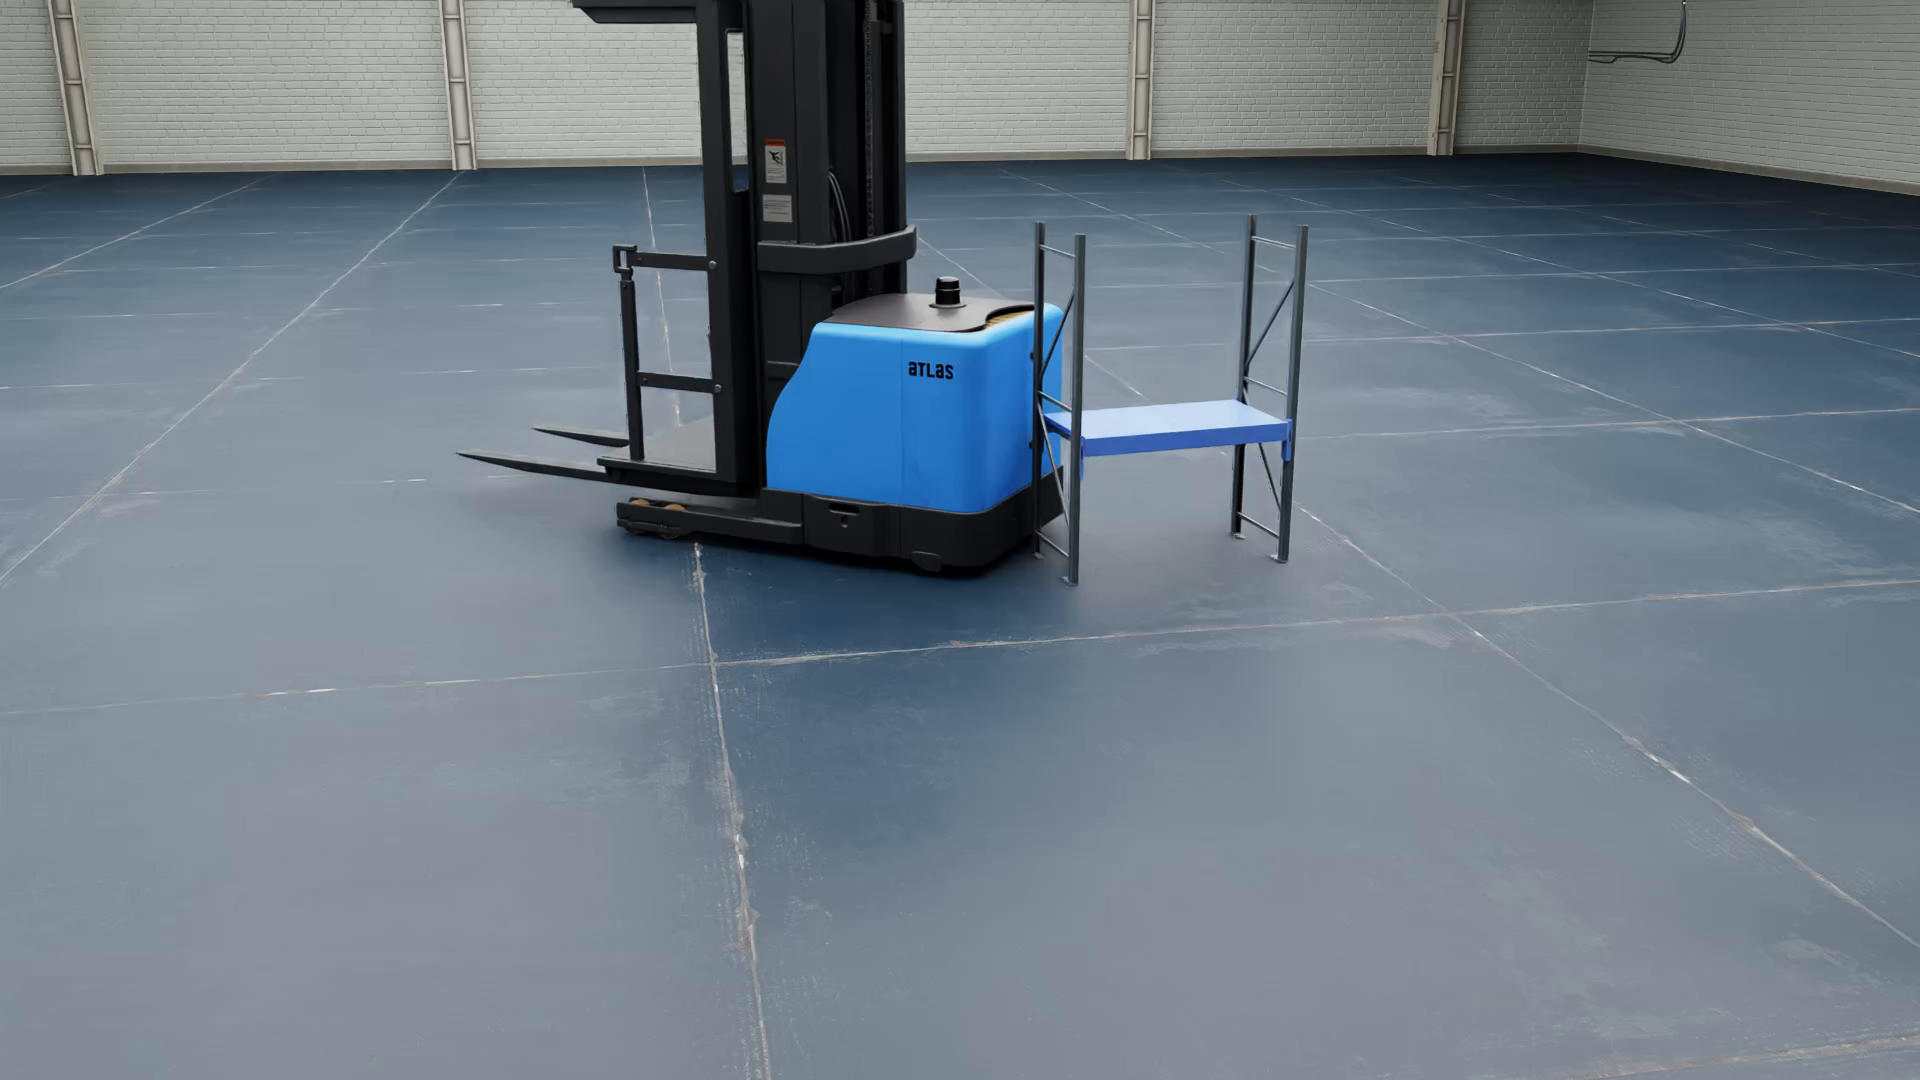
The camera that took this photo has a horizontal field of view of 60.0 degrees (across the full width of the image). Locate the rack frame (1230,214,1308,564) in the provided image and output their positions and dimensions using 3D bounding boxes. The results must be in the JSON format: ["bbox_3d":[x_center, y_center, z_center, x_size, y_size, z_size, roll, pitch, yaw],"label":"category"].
[{"bbox_3d":[1.381,-0.681,7.474,0.032,1.500,0.500,-6,18,-18],"label":"rack frame"}]

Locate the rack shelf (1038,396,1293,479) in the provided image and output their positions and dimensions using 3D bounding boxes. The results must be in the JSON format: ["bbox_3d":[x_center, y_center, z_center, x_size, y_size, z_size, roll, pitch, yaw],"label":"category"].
[{"bbox_3d":[0.899,-0.462,7.373,1.000,0.185,0.538,-6,18,-18],"label":"rack shelf"}]

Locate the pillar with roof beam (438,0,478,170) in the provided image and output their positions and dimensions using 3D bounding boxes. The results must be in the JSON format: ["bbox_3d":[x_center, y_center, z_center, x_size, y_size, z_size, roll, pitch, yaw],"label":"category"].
[{"bbox_3d":[-7.678,-9.435,23.204,0.400,9.000,9.100,-3,17,-10],"label":"pillar with roof beam"}]

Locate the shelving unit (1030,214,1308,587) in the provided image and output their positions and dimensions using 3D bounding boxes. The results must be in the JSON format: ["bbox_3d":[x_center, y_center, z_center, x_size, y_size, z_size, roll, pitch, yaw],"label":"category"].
[{"bbox_3d":[0.899,-0.634,7.320,1.048,1.500,0.538,-6,18,-18],"label":"shelving unit"}]

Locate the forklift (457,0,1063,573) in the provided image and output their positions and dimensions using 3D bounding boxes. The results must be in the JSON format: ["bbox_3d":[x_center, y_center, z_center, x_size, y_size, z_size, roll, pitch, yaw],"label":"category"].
[{"bbox_3d":[-1.065,-1.533,7.811,3.031,2.935,1.130,8,19,24],"label":"forklift"}]

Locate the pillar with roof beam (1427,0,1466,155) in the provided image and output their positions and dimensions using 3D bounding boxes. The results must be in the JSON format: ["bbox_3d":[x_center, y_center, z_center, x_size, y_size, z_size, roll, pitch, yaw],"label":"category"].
[{"bbox_3d":[9.995,-10.438,26.468,0.400,9.000,9.100,-3,17,-10],"label":"pillar with roof beam"}]

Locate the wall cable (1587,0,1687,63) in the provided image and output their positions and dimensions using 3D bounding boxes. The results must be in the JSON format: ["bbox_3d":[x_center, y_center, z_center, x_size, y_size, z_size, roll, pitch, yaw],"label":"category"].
[{"bbox_3d":[12.322,-9.977,30.258,0.112,2.526,3.097,-3,17,-10],"label":"wall cable"}]

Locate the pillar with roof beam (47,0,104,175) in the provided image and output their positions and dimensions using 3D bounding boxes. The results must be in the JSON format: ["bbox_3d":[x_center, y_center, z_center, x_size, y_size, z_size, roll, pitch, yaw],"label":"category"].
[{"bbox_3d":[-13.569,-9.101,22.116,0.400,9.000,9.100,-3,17,-10],"label":"pillar with roof beam"}]

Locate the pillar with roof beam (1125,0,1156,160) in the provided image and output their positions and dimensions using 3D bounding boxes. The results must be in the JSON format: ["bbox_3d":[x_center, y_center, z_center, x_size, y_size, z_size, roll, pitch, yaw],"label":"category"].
[{"bbox_3d":[4.104,-10.103,25.380,0.400,9.000,9.100,-3,17,-10],"label":"pillar with roof beam"}]

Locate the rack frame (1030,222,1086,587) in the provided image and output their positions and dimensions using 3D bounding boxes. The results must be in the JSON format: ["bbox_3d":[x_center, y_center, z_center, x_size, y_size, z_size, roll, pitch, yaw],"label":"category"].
[{"bbox_3d":[0.416,-0.586,7.167,0.032,1.500,0.500,-6,18,-18],"label":"rack frame"}]
